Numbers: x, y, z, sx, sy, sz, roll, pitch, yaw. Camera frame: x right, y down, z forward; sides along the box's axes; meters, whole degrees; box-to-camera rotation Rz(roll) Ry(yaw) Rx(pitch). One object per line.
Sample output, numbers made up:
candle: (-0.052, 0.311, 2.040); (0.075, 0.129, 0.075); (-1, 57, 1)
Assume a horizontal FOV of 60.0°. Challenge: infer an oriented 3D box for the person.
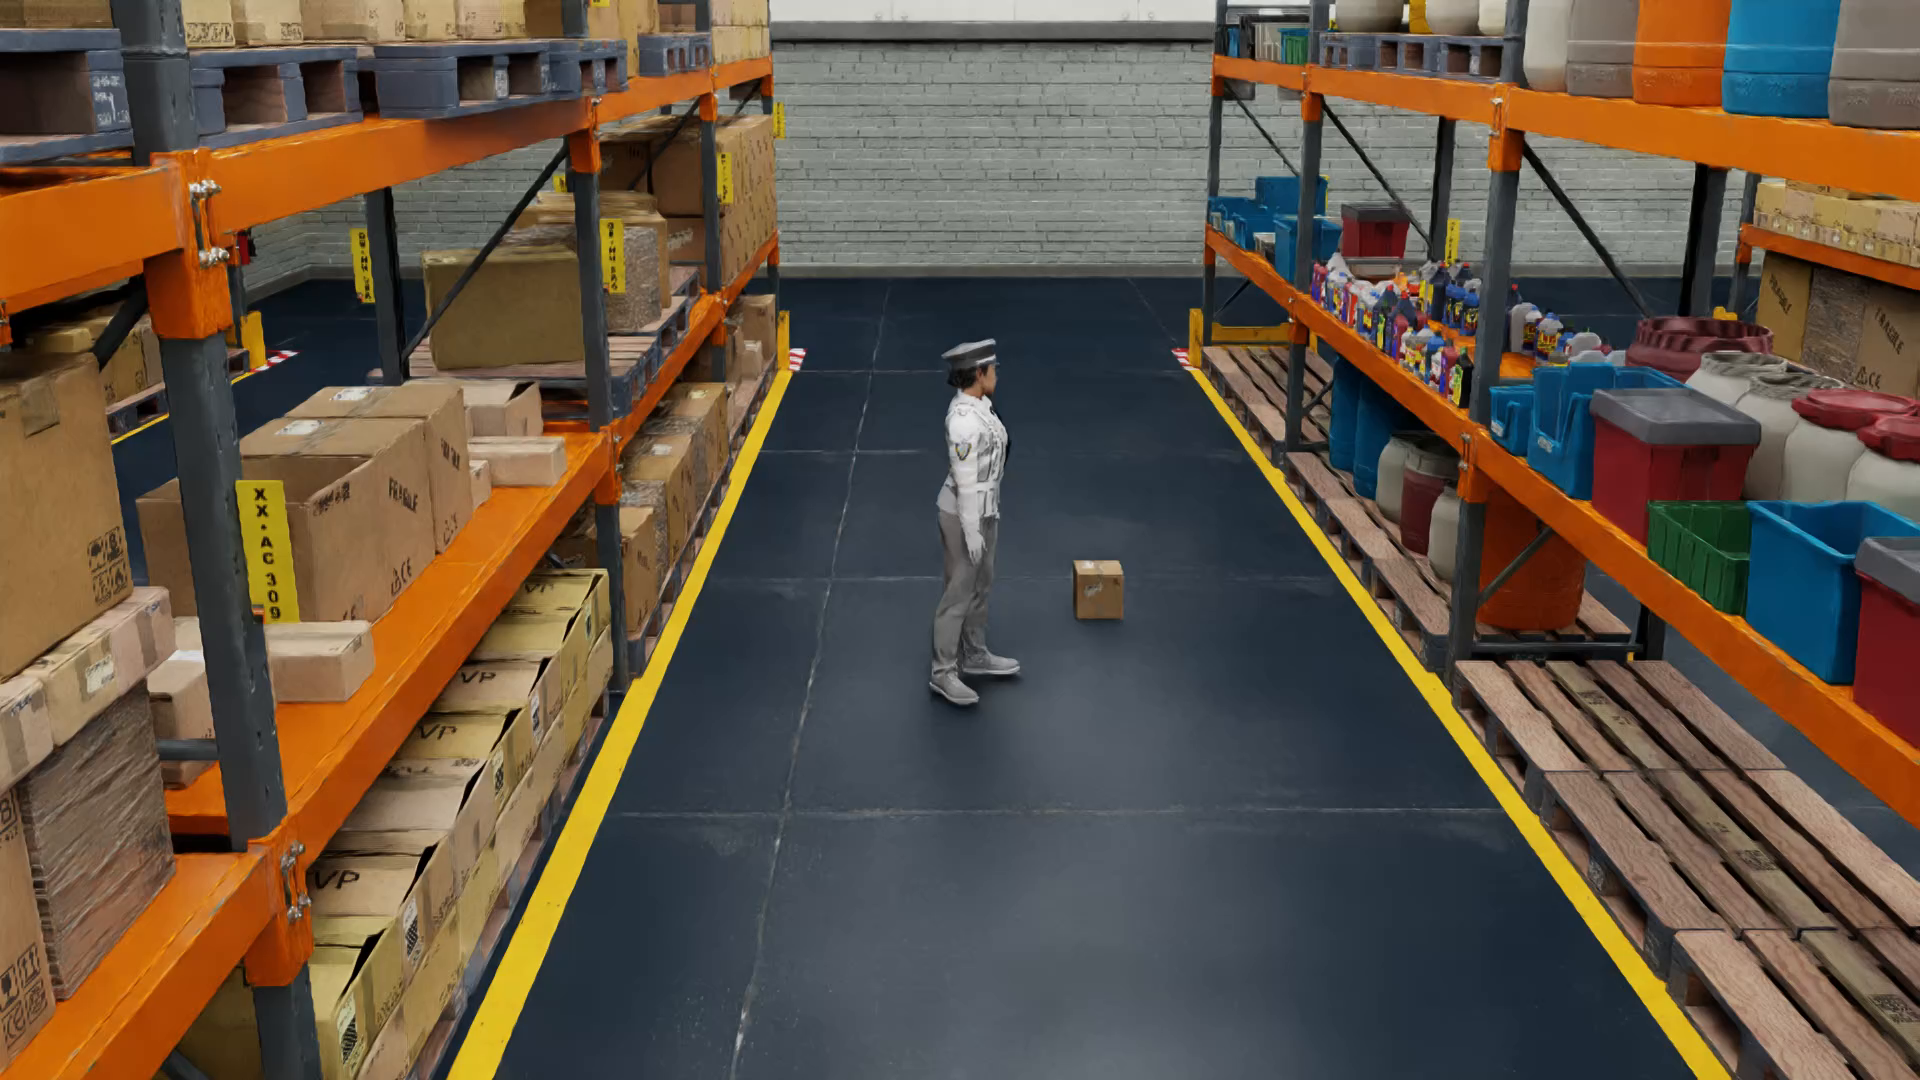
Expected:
person: (0.072, -0.107, 7.786); (0.402, 1.679, 0.543); (3, 17, 8)
